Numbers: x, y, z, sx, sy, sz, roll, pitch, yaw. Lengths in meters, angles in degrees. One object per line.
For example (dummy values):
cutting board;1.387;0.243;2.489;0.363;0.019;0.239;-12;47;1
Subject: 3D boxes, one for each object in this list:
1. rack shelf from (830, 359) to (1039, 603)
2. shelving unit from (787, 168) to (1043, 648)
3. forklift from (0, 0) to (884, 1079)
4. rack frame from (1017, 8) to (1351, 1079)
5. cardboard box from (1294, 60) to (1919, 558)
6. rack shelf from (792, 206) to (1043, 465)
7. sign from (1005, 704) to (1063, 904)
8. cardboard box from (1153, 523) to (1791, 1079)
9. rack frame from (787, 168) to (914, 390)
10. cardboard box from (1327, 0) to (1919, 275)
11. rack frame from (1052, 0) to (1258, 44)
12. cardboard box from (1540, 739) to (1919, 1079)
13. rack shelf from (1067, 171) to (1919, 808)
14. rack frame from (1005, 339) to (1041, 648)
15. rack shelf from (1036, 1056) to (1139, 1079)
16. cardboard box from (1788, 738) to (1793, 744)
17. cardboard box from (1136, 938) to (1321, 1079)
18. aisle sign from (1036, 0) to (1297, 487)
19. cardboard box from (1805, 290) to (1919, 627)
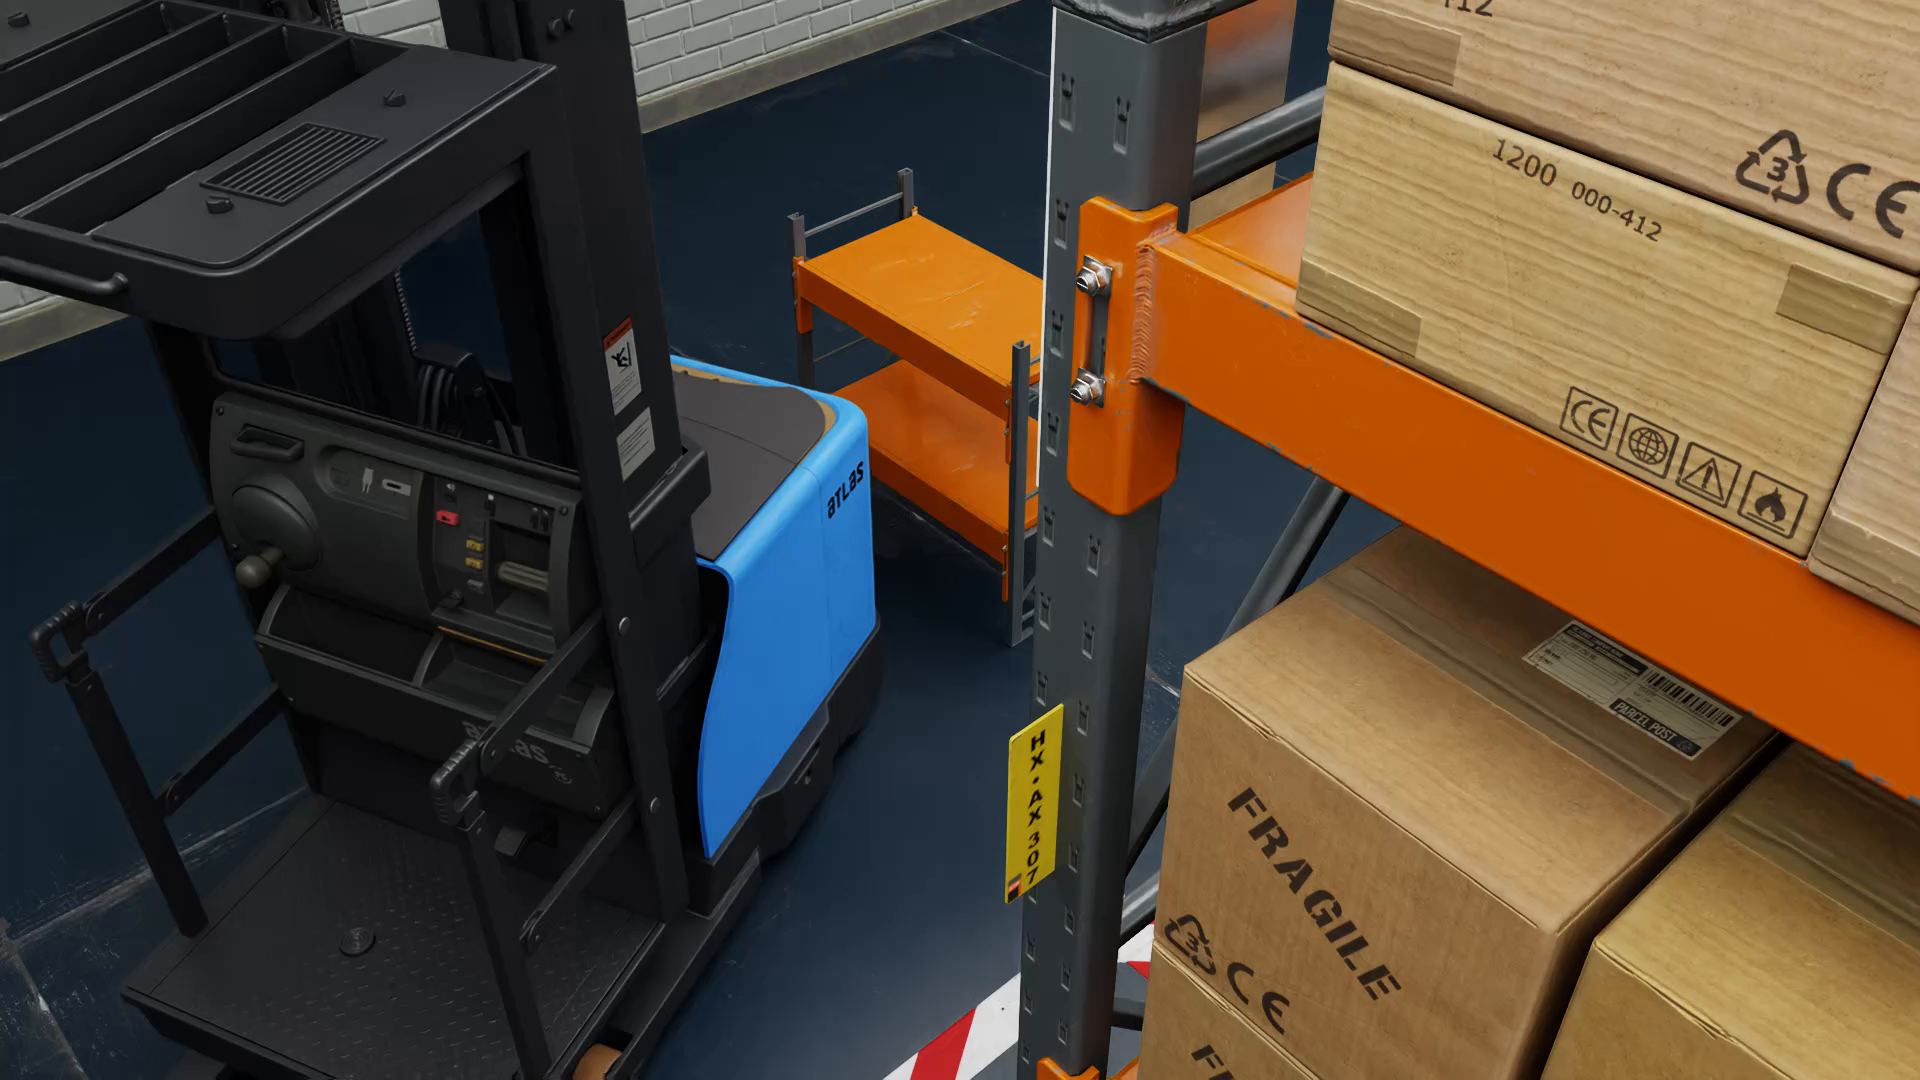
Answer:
rack shelf;-0.005;-0.251;5.554;0.538;0.278;1.000;-30;48;-32
shelving unit;-0.005;-0.441;5.400;0.538;1.125;1.048;-30;48;-32
forklift;-1.288;0.050;3.356;1.130;2.935;3.031;15;41;18
rack frame;0.500;0.464;2.788;1.000;3.000;0.127;-30;48;-32
cardboard box;0.661;-0.299;1.465;0.500;0.250;0.500;-30;48;-32
rack shelf;-0.005;-0.668;5.217;0.538;0.278;1.000;-30;48;-32
sign;0.101;0.358;2.231;0.100;0.325;0.005;-30;48;-32
cardboard box;0.606;0.353;2.050;0.500;0.500;0.500;-28;47;-31
rack frame;-0.348;-0.676;5.692;0.500;1.125;0.032;-30;48;-32
cardboard box;0.656;-0.491;1.305;0.500;0.250;0.500;-30;48;-32
rack frame;0.500;-1.870;0.904;1.000;3.000;0.127;-30;48;-32
cardboard box;0.965;0.592;1.754;0.500;0.500;0.500;-29;47;-31
rack shelf;1.853;0.502;0.926;1.077;0.370;4.000;-30;48;-32
rack frame;0.339;-0.205;5.109;0.500;1.125;0.032;-30;48;-32
rack shelf;1.853;1.669;1.868;1.077;0.370;4.000;-30;48;-32
cardboard box;1.004;0.125;2.333;0.500;0.500;0.500;-30;48;-32
cardboard box;0.606;0.742;2.364;0.500;0.500;0.500;-29;47;-31
aisle sign;0.238;-0.454;1.856;0.394;0.787;0.004;-30;48;-32
cardboard box;0.989;-0.062;1.172;0.500;0.250;0.500;-30;48;-32
